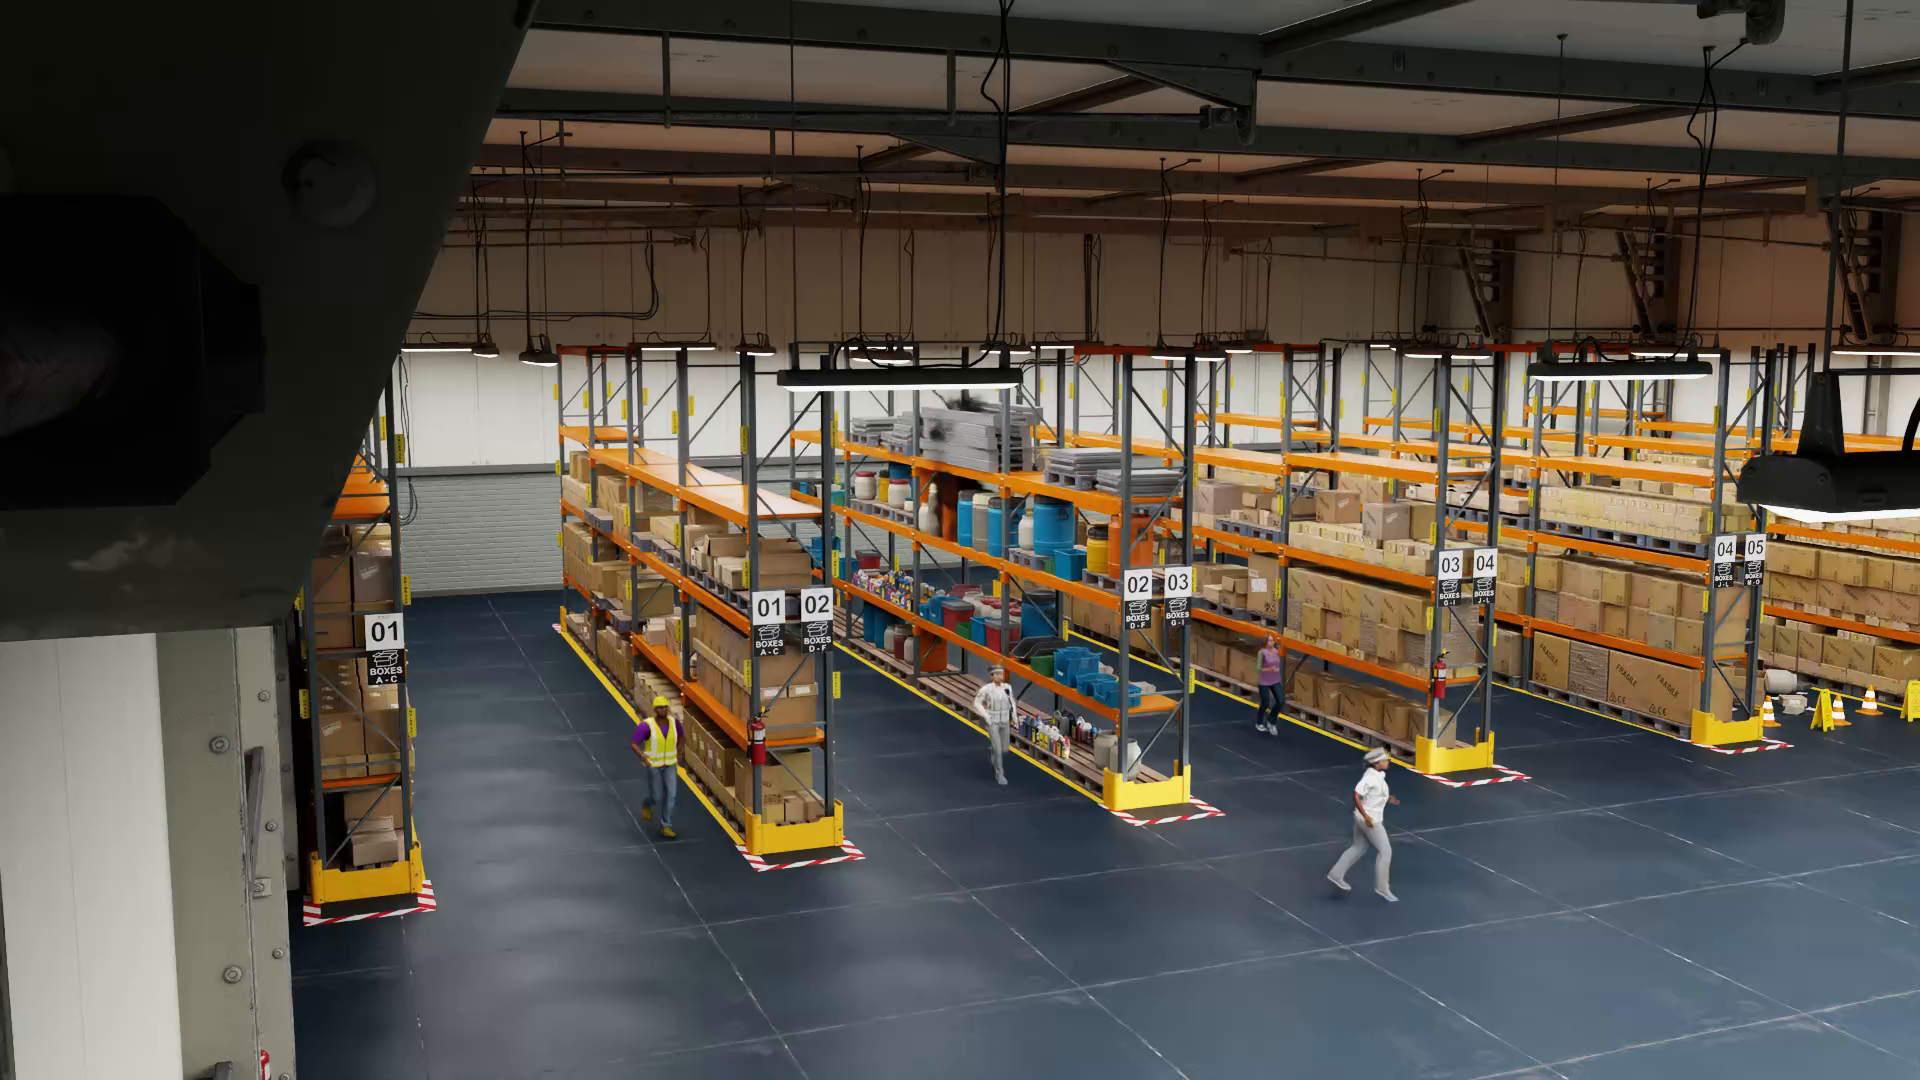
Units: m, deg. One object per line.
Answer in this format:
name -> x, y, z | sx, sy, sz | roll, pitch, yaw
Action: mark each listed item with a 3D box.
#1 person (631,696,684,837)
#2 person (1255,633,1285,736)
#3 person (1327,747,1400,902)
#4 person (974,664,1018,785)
person -> -3.769, 2.815, 20.936 | 0.719, 1.738, 0.770 | -5, 9, -32
person -> 4.823, 2.261, 25.860 | 0.517, 1.593, 0.638 | -3, 8, -22
person -> 4.517, 3.146, 18.553 | 0.761, 1.748, 0.573 | 1, 7, 8
person -> 0.504, 2.555, 23.407 | 0.618, 1.673, 0.677 | -3, 8, -20
